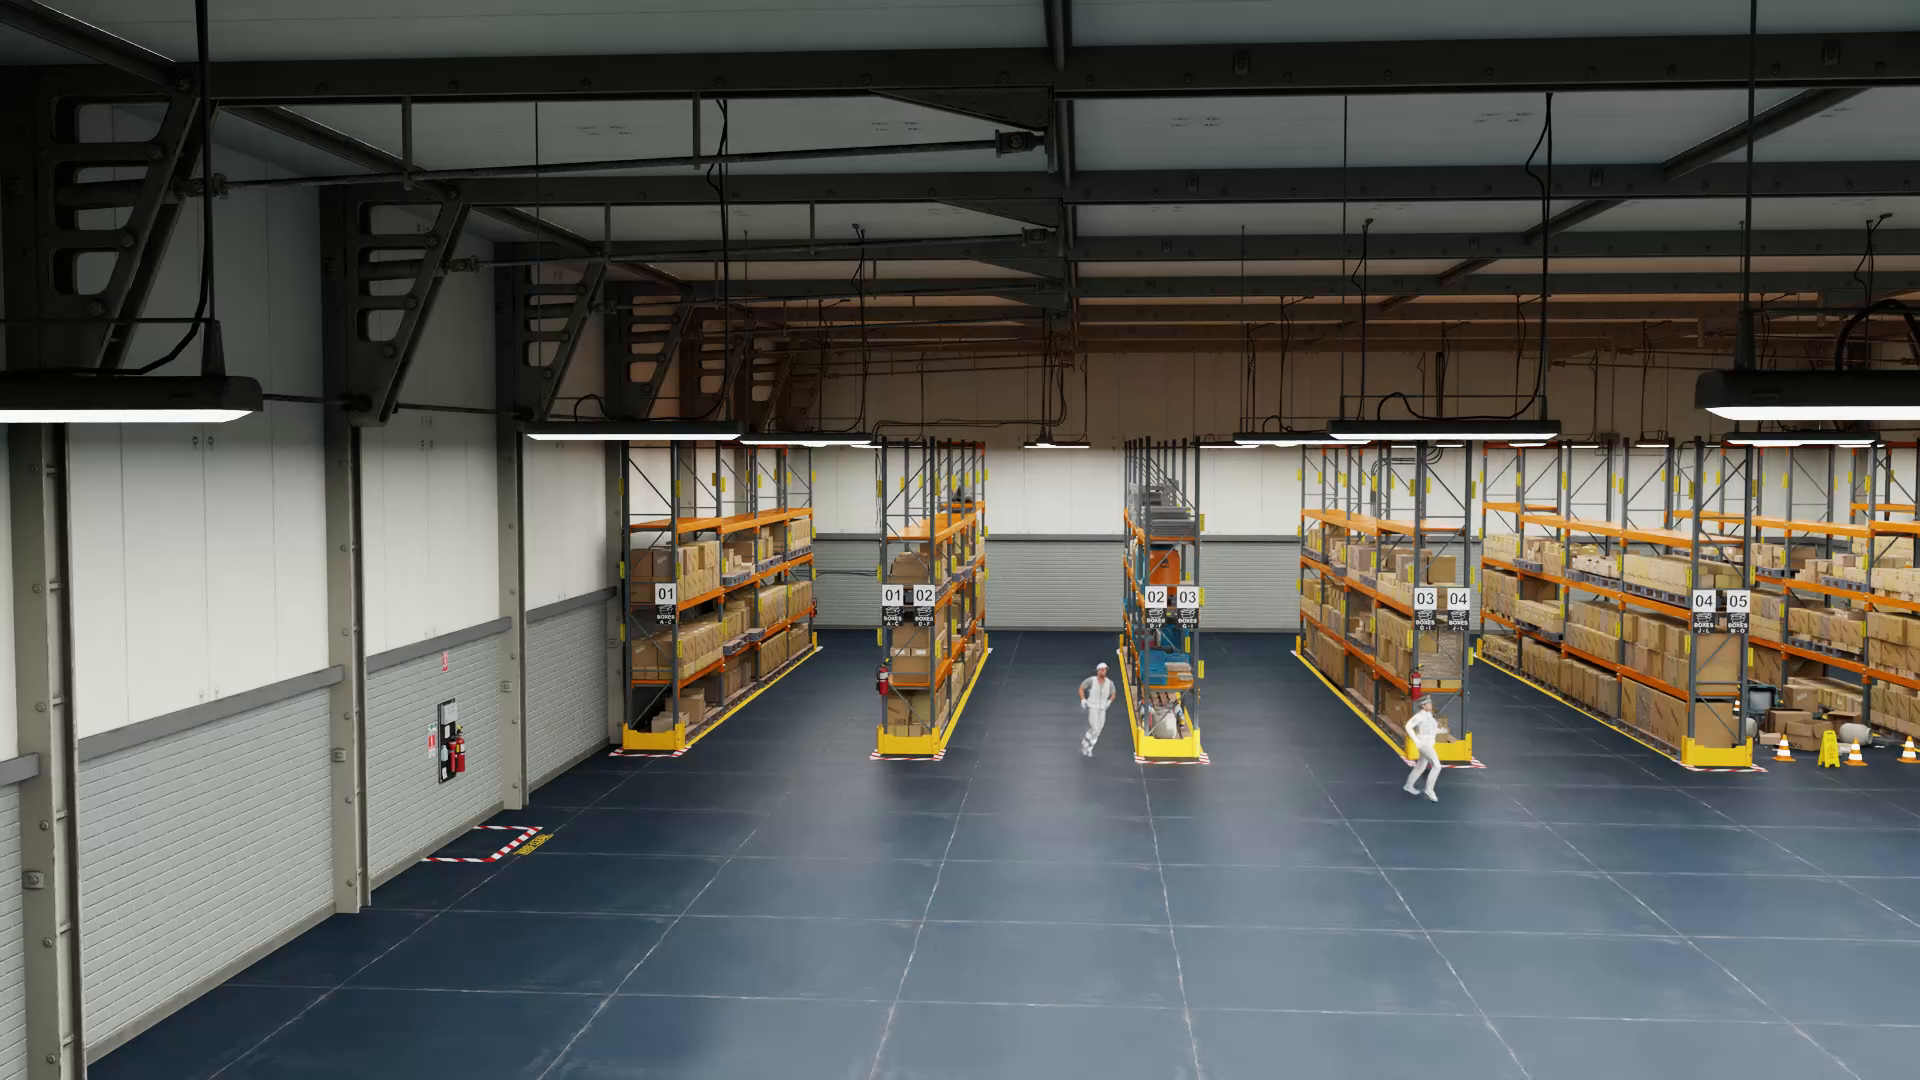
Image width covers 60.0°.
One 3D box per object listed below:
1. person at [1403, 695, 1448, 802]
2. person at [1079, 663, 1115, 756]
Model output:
[{"bbox_3d":[7.657,3.417,27.338,0.720,1.751,0.580,2,3,29],"label":"person"},{"bbox_3d":[2.603,3.178,31.159,0.677,1.747,0.584,-1,3,-18],"label":"person"}]
